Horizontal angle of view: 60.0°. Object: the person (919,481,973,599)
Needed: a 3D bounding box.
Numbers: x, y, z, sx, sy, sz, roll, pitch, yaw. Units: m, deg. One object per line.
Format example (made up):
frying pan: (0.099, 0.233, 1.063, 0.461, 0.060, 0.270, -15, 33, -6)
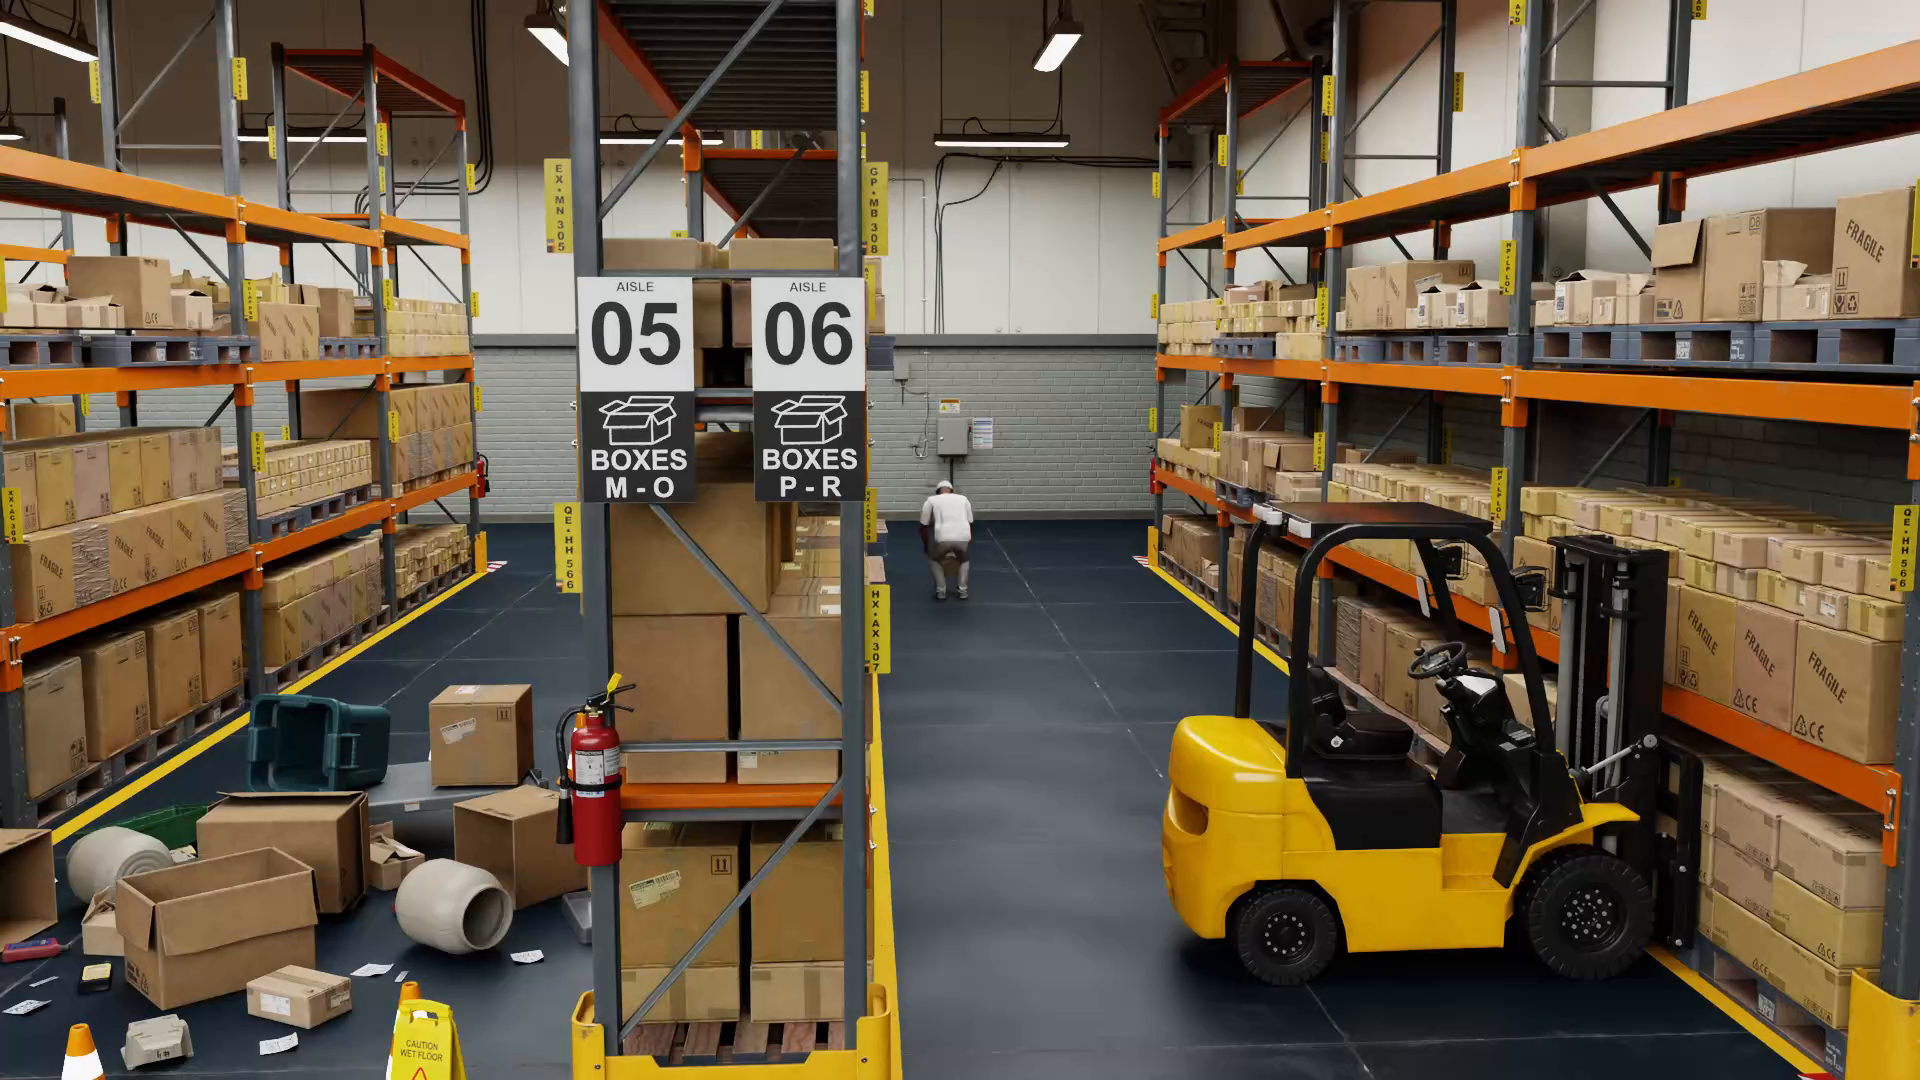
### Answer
person: (-0.152, -0.001, 19.431, 0.631, 1.346, 0.790, -1, 7, -5)
